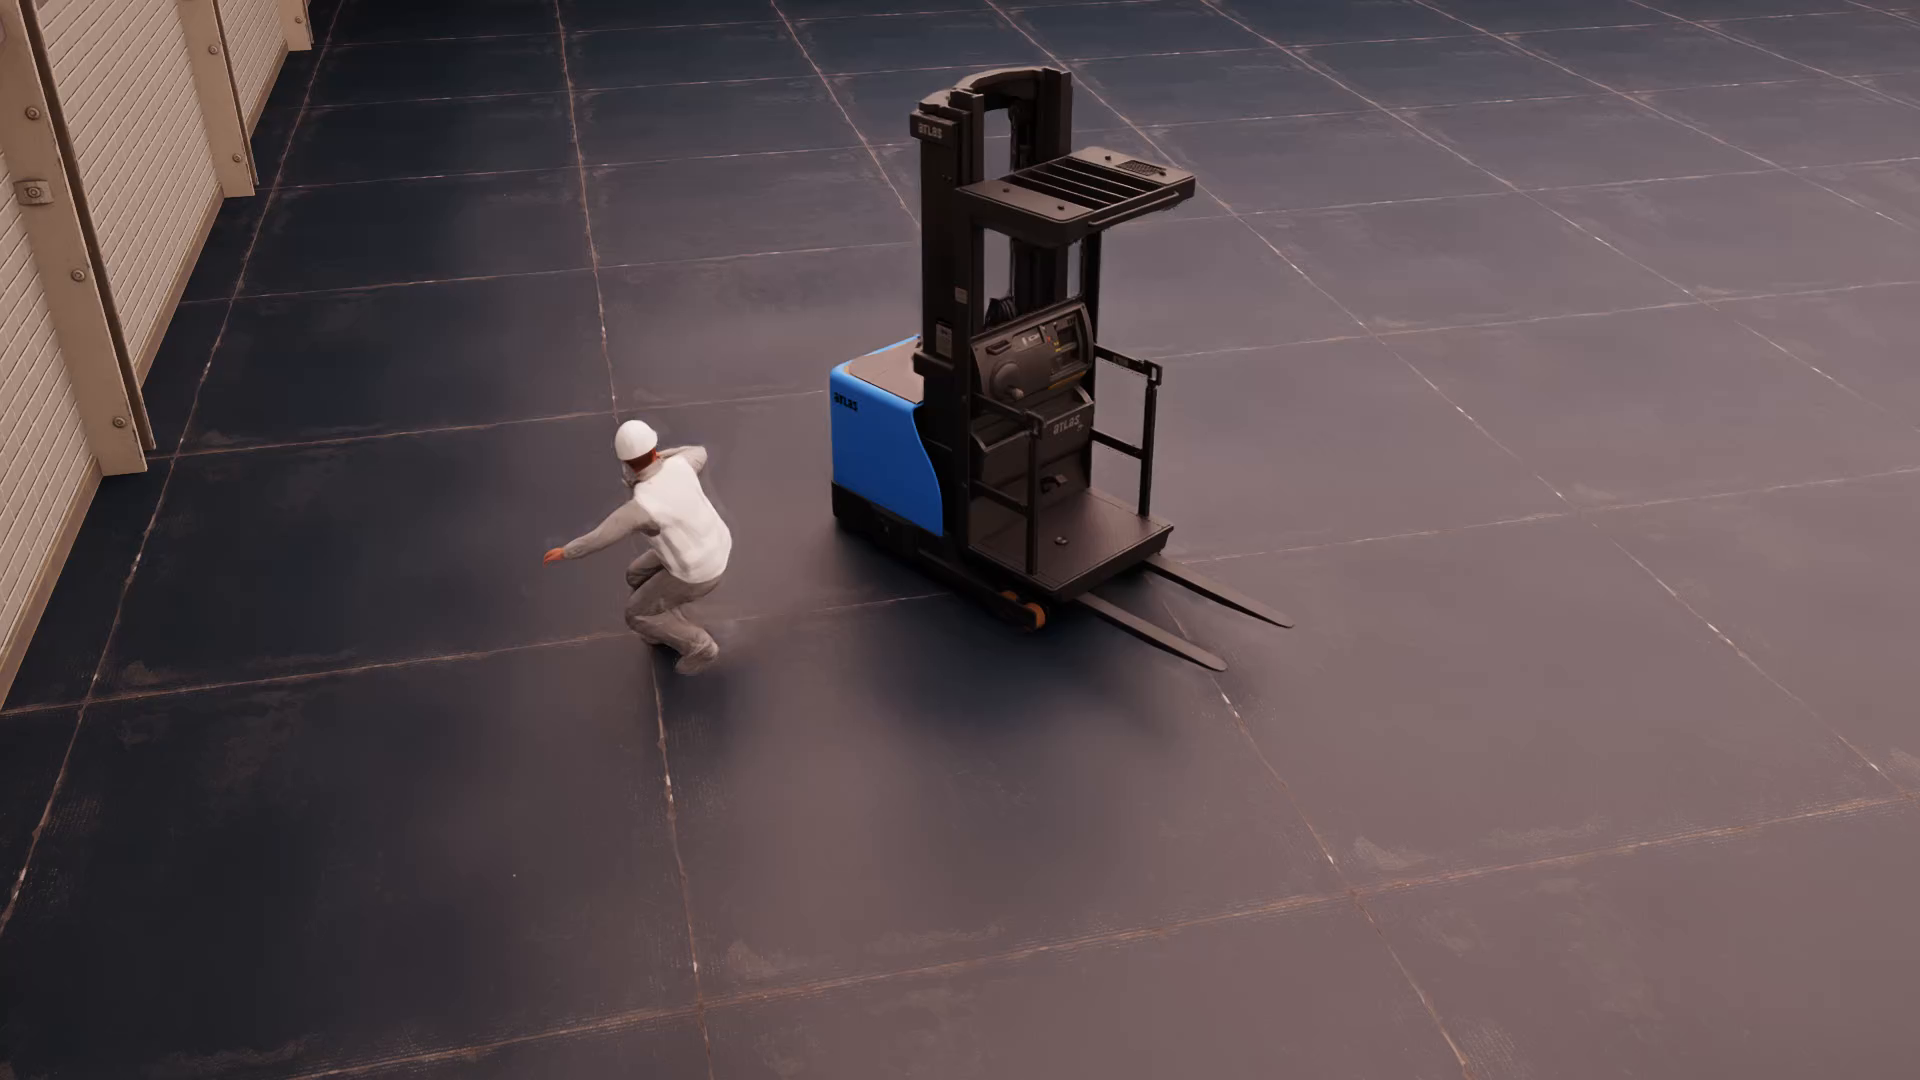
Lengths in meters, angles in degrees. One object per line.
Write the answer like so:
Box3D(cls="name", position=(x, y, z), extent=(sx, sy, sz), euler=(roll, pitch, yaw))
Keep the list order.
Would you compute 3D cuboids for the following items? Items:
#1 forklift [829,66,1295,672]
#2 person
Box3D(cls="forklift", position=(0.570, -1.033, 9.360), extent=(1.130, 2.935, 3.031), euler=(-26, 39, -37))
Box3D(cls="person", position=(-1.712, 0.013, 8.999), extent=(0.957, 1.497, 0.767), euler=(4, 30, 7))
